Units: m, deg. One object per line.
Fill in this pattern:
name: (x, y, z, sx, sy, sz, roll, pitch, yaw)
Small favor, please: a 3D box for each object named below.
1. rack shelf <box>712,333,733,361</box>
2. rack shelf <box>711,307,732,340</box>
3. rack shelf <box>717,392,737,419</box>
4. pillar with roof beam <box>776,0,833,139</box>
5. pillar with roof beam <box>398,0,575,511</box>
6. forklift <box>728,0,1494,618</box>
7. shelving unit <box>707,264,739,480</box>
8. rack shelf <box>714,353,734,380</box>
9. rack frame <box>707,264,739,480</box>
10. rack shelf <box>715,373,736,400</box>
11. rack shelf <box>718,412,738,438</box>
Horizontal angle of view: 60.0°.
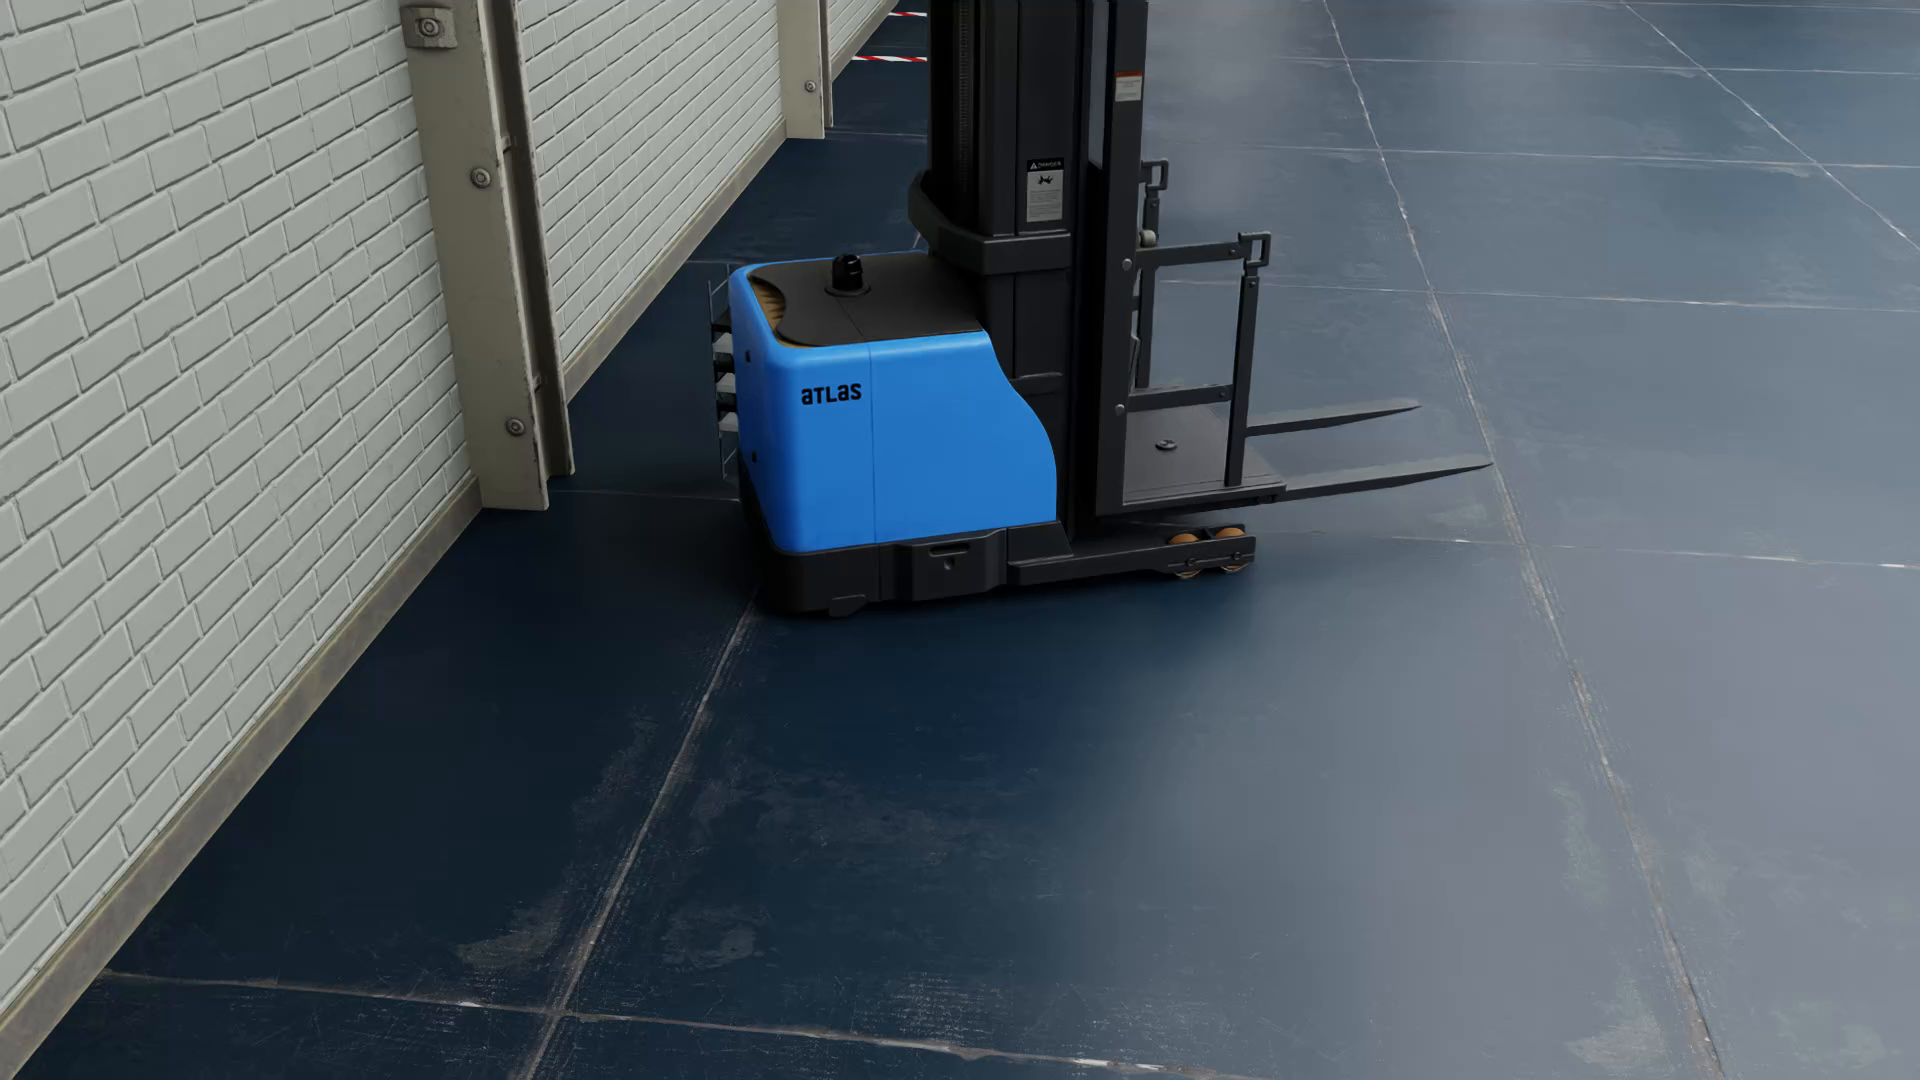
rack shelf: (-0.908, -0.833, 7.038, 0.200, 0.077, 0.258, 6, 29, 12)
rack shelf: (-0.908, -0.912, 6.995, 0.200, 0.077, 0.258, 6, 29, 12)
rack shelf: (-0.908, -0.595, 7.166, 0.200, 0.077, 0.258, 6, 29, 12)
pillar with roof beam: (3.137, -6.761, 9.811, 9.100, 9.000, 0.400, 3, 28, 6)
pillar with roof beam: (2.402, -3.936, 4.569, 9.100, 9.000, 0.400, 3, 28, 6)
forklift: (0.662, -1.379, 6.220, 3.031, 2.935, 1.130, -7, 29, -13)
shelving unit: (-0.908, -0.704, 7.107, 0.210, 0.900, 0.258, 6, 29, 12)
rack shelf: (-0.908, -0.753, 7.080, 0.200, 0.077, 0.258, 6, 29, 12)
rack frame: (-1.007, -0.715, 7.127, 0.006, 0.900, 0.240, 6, 29, 12)
rack shelf: (-0.908, -0.674, 7.123, 0.200, 0.077, 0.258, 6, 29, 12)
rack shelf: (-0.908, -0.516, 7.208, 0.200, 0.077, 0.258, 6, 29, 12)
